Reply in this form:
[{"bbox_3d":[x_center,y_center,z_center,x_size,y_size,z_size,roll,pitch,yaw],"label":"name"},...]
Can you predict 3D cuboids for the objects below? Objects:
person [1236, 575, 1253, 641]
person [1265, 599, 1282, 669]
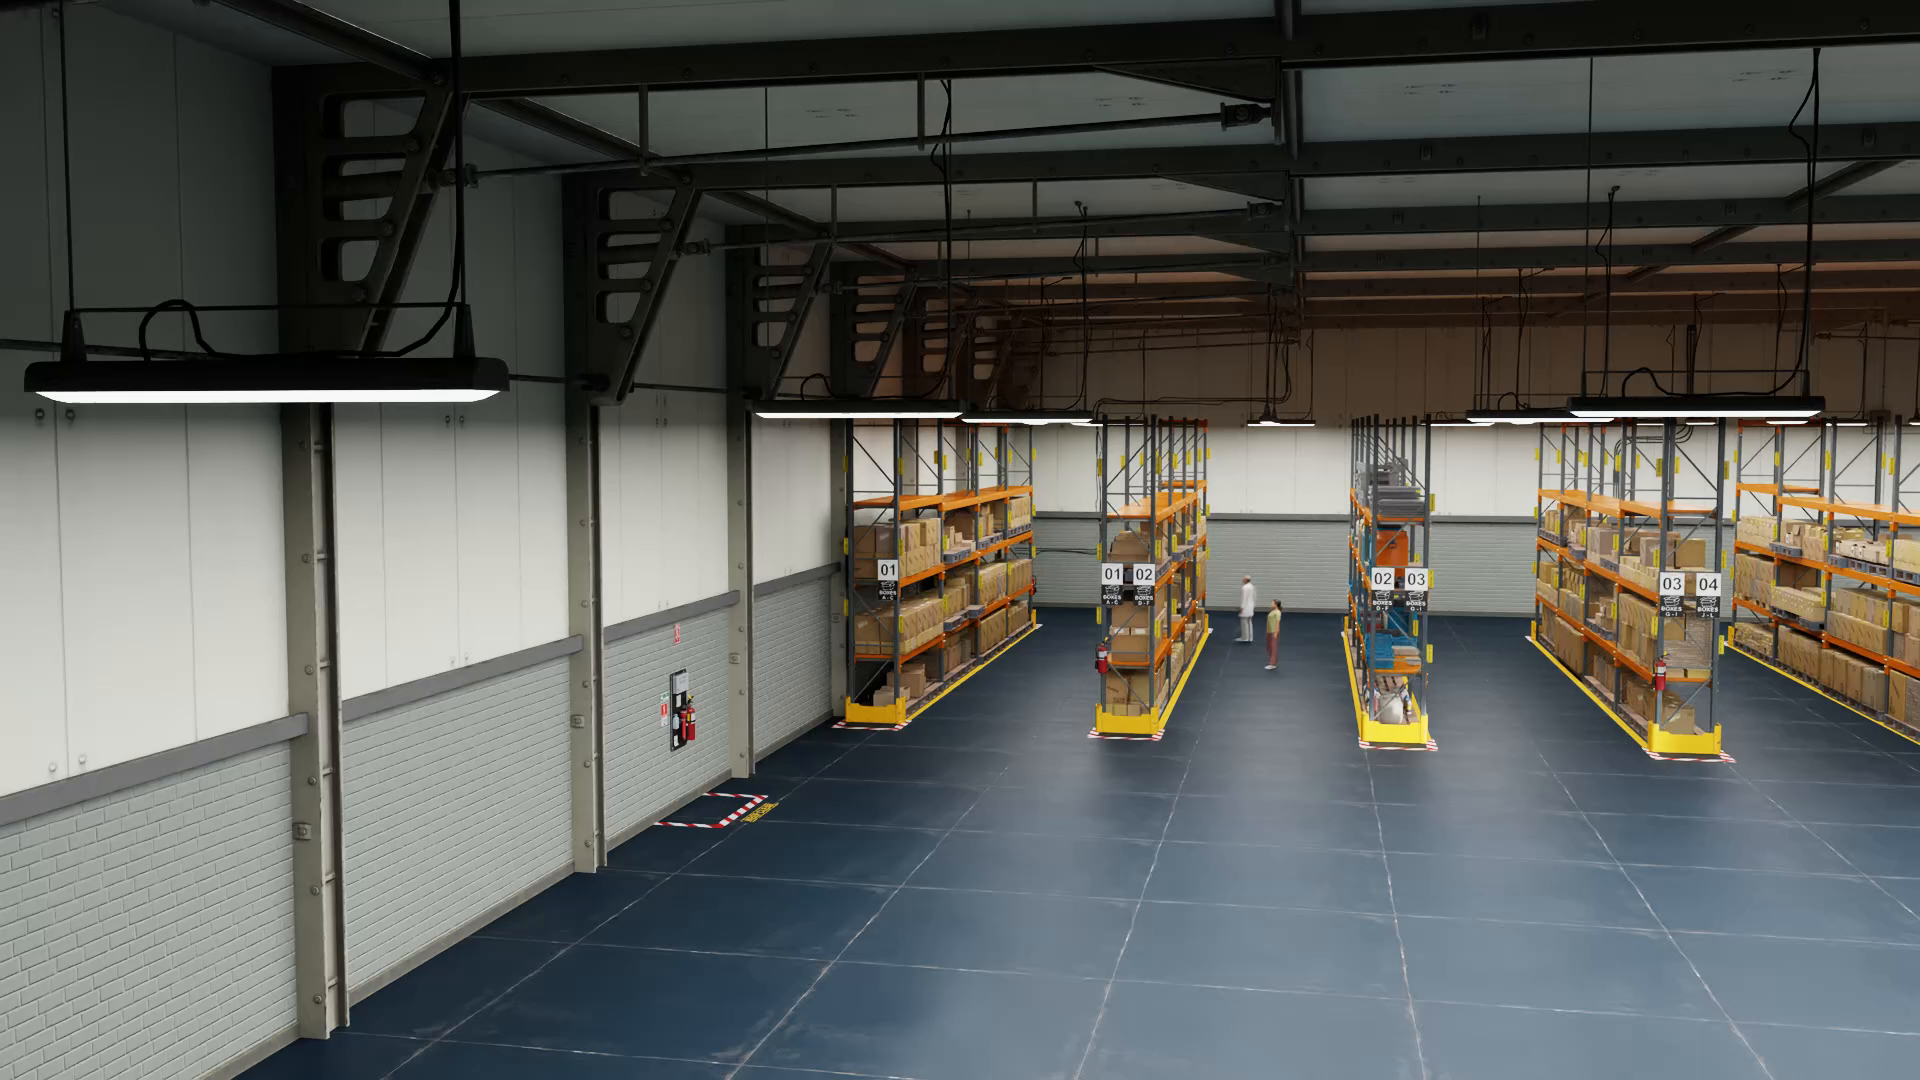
[{"bbox_3d":[7.680,1.836,44.816,0.427,1.783,0.676,2,4,30],"label":"person"},{"bbox_3d":[7.488,2.244,39.896,0.542,1.672,0.476,-2,4,-29],"label":"person"}]
